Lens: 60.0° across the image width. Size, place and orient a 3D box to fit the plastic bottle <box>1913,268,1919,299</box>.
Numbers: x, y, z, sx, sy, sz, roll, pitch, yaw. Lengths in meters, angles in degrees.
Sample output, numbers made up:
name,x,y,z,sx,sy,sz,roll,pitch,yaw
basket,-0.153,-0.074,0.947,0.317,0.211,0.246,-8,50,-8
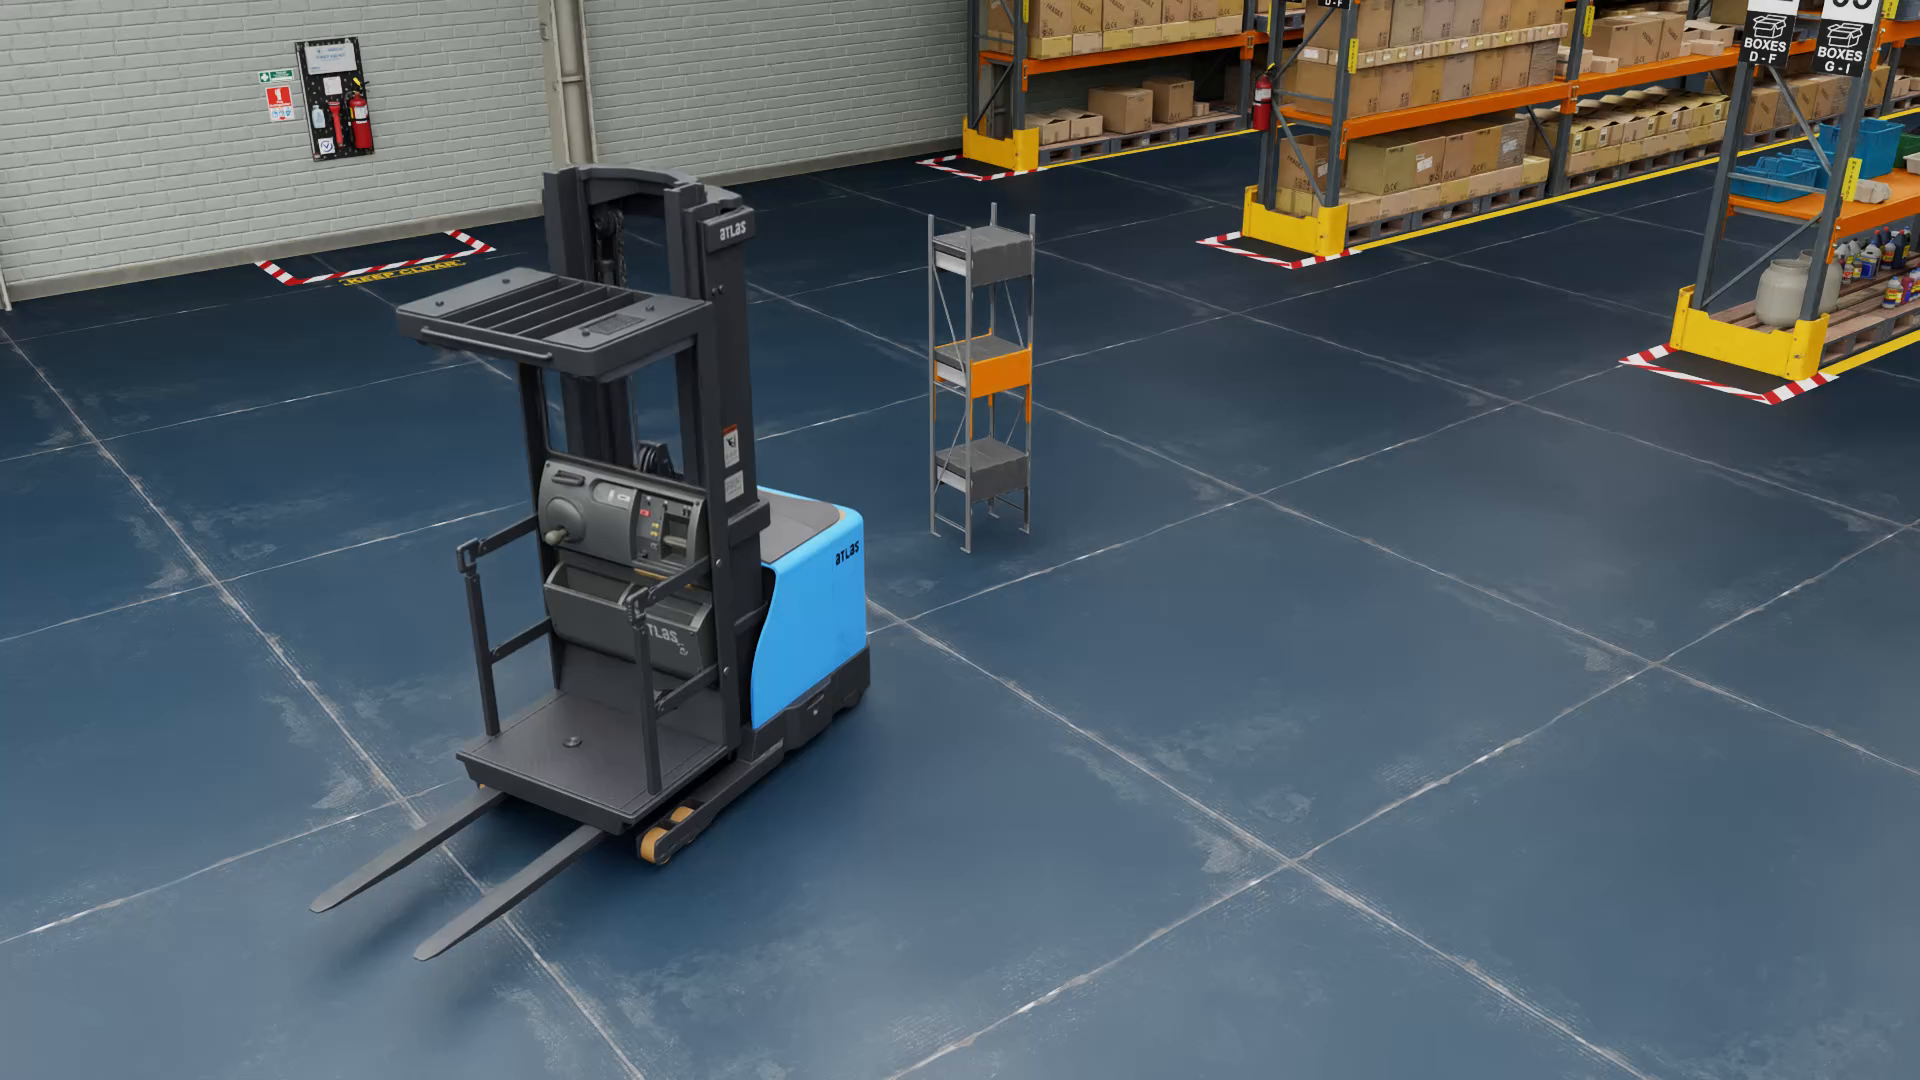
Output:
name,x,y,z,sx,sy,sz,roll,pitch,yaw
plastic bottle,8.527,-2.292,14.844,0.097,0.271,0.097,0,25,0

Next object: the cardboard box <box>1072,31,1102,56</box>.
name,x,y,z,sx,sy,sz,roll,pitch,yaw
cardboard box,1.426,-6.232,20.769,0.500,0.250,0.500,-19,31,-36

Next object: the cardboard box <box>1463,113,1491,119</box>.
name,x,y,z,sx,sy,sz,roll,pitch,yaw
cardboard box,5.707,-4.663,19.110,0.500,0.500,0.500,-18,31,-34

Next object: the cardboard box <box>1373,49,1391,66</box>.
name,x,y,z,sx,sy,sz,roll,pitch,yaw
cardboard box,4.154,-4.929,16.918,0.250,0.149,0.380,-19,31,-35

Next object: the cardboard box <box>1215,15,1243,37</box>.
name,x,y,z,sx,sy,sz,roll,pitch,yaw
cardboard box,3.408,-6.886,22.179,0.500,0.250,0.500,-18,30,-34

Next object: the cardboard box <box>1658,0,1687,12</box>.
name,x,y,z,sx,sy,sz,roll,pitch,yaw
cardboard box,12.359,-9.261,28.842,0.250,0.149,0.380,-17,30,-33

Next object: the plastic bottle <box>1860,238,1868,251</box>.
name,x,y,z,sx,sy,sz,roll,pitch,yaw
plastic bottle,8.512,-2.704,15.717,0.133,0.283,0.061,-17,30,-32

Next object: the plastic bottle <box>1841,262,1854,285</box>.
name,x,y,z,sx,sy,sz,roll,pitch,yaw
plastic bottle,8.151,-2.456,15.280,0.097,0.201,0.097,0,25,0

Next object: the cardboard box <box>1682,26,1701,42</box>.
name,x,y,z,sx,sy,sz,roll,pitch,yaw
cardboard box,8.978,-6.359,20.994,0.500,0.311,0.500,-19,31,-35

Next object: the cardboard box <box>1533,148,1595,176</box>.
name,x,y,z,sx,sy,sz,roll,pitch,yaw
cardboard box,7.124,-4.494,19.638,0.500,0.250,0.500,-19,31,-35

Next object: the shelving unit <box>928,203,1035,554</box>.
name,x,y,z,sx,sy,sz,roll,pitch,yaw
shelving unit,0.130,-0.995,10.401,0.503,2.100,0.431,-18,31,-34

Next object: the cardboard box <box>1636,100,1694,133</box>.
name,x,y,z,sx,sy,sz,roll,pitch,yaw
cardboard box,8.737,-5.280,20.665,0.500,0.311,0.500,-18,31,-34

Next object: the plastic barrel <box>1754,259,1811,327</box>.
name,x,y,z,sx,sy,sz,roll,pitch,yaw
plastic barrel,7.030,-2.106,14.181,0.421,0.512,0.421,0,25,0

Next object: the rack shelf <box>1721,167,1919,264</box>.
name,x,y,z,sx,sy,sz,roll,pitch,yaw
rack shelf,8.134,-3.041,14.593,4.000,0.370,1.077,-18,31,-34

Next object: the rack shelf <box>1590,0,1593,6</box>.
name,x,y,z,sx,sy,sz,roll,pitch,yaw
rack shelf,11.463,-9.440,28.381,4.000,0.370,1.077,-18,31,-34

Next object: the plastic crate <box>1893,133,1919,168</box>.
name,x,y,z,sx,sy,sz,roll,pitch,yaw
plastic crate,8.465,-3.531,15.048,0.662,0.188,0.450,-18,31,-34

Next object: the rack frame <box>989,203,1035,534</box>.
name,x,y,z,sx,sy,sz,roll,pitch,yaw
rack frame,0.322,-1.059,10.537,0.015,2.100,0.400,-18,31,-34

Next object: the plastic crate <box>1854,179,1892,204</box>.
name,x,y,z,sx,sy,sz,roll,pitch,yaw
plastic crate,7.462,-2.854,13.649,0.250,0.136,0.298,-18,31,-34

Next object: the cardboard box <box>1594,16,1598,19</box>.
name,x,y,z,sx,sy,sz,roll,pitch,yaw
cardboard box,10.939,-8.593,28.173,0.500,0.500,0.700,-19,31,-35

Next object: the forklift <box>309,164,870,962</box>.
name,x,y,z,sx,sy,sz,roll,pitch,yaw
forklift,-1.660,-0.074,7.427,1.130,2.935,3.031,14,28,27

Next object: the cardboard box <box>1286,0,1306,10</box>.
name,x,y,z,sx,sy,sz,roll,pitch,yaw
cardboard box,4.460,-7.677,23.087,0.500,0.500,0.700,-15,29,-29

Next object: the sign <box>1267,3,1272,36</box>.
name,x,y,z,sx,sy,sz,roll,pitch,yaw
sign,3.182,-5.305,16.962,0.005,0.325,0.100,-18,31,-34

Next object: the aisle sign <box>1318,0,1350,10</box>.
name,x,y,z,sx,sy,sz,roll,pitch,yaw
aisle sign,3.643,-5.550,16.058,0.004,0.787,0.394,-18,31,-34

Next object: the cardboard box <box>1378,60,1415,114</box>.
name,x,y,z,sx,sy,sz,roll,pitch,yaw
cardboard box,4.292,-4.790,17.389,0.500,0.500,0.700,-17,30,-33

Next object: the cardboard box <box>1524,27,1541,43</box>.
name,x,y,z,sx,sy,sz,roll,pitch,yaw
cardboard box,6.172,-5.594,18.351,0.250,0.149,0.380,-19,31,-35

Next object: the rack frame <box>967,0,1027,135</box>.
name,x,y,z,sx,sy,sz,roll,pitch,yaw
rack frame,0.447,-6.129,20.394,0.127,3.000,1.000,-18,31,-34

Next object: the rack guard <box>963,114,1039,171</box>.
name,x,y,z,sx,sy,sz,roll,pitch,yaw
rack guard,0.506,-5.015,20.963,0.348,0.500,1.175,-18,31,-34

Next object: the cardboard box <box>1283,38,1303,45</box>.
name,x,y,z,sx,sy,sz,roll,pitch,yaw
cardboard box,4.915,-7.023,23.875,0.500,0.250,0.500,-19,31,-35

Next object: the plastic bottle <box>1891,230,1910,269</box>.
name,x,y,z,sx,sy,sz,roll,pitch,yaw
plastic bottle,8.905,-2.765,15.768,0.185,0.351,0.144,-18,31,-34

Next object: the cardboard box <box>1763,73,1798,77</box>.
name,x,y,z,sx,sy,sz,roll,pitch,yaw
cardboard box,11.209,-6.227,23.050,0.500,0.500,0.500,-20,31,-36

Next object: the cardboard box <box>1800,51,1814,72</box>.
name,x,y,z,sx,sy,sz,roll,pitch,yaw
cardboard box,11.631,-6.708,23.196,0.500,0.250,0.500,-18,30,-34

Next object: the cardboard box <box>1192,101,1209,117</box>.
name,x,y,z,sx,sy,sz,roll,pitch,yaw
cardboard box,3.192,-5.934,22.816,0.380,0.166,0.250,22,33,39

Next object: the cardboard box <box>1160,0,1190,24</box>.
name,x,y,z,sx,sy,sz,roll,pitch,yaw
cardboard box,2.621,-6.966,21.459,0.500,0.500,0.500,-19,31,-35

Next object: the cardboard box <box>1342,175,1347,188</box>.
name,x,y,z,sx,sy,sz,roll,pitch,yaw
cardboard box,4.132,-3.804,18.150,0.500,0.250,0.500,-18,31,-34

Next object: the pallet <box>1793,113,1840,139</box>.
name,x,y,z,sx,sy,sz,roll,pitch,yaw
pallet,11.372,-5.799,22.995,1.213,0.211,1.003,-18,31,-34

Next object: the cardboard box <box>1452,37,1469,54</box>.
name,x,y,z,sx,sy,sz,roll,pitch,yaw
cardboard box,5.158,-5.259,17.628,0.250,0.149,0.380,-18,30,-34

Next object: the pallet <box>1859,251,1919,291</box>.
name,x,y,z,sx,sy,sz,roll,pitch,yaw
pallet,9.153,-2.461,15.802,1.213,0.211,1.003,-18,31,-34

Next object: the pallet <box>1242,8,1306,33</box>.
name,x,y,z,sx,sy,sz,roll,pitch,yaw
pallet,4.285,-7.232,22.997,1.213,0.211,1.003,-18,31,-34

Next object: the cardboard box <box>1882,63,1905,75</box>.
name,x,y,z,sx,sy,sz,roll,pitch,yaw
cardboard box,13.813,-7.023,24.991,0.500,0.311,0.500,-18,31,-34

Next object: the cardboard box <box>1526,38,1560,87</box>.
name,x,y,z,sx,sy,sz,roll,pitch,yaw
cardboard box,6.309,-5.456,18.825,0.500,0.500,0.700,-19,31,-35

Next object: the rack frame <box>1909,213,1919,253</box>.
name,x,y,z,sx,sy,sz,roll,pitch,yaw
rack frame,9.707,-3.887,15.561,0.127,3.000,1.000,-18,31,-34

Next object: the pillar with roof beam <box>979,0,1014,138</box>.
name,x,y,z,sx,sy,sz,roll,pitch,yaw
pillar with roof beam,3.120,-7.893,17.067,0.400,9.000,9.100,-18,31,-34

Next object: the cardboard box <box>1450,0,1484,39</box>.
name,x,y,z,sx,sy,sz,roll,pitch,yaw
cardboard box,5.124,-5.654,17.709,0.500,0.500,0.700,-18,31,-34

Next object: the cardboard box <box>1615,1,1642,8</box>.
name,x,y,z,sx,sy,sz,roll,pitch,yaw
cardboard box,11.526,-9.190,28.689,0.250,0.149,0.380,-18,30,-34

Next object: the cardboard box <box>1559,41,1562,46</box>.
name,x,y,z,sx,sy,sz,roll,pitch,yaw
cardboard box,7.232,-5.757,19.751,0.258,0.266,0.396,-19,31,-35

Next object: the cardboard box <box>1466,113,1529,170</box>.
name,x,y,z,sx,sy,sz,roll,pitch,yaw
cardboard box,6.023,-4.493,18.745,0.500,0.500,0.500,-18,31,-34

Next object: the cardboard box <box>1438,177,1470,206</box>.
name,x,y,z,sx,sy,sz,roll,pitch,yaw
cardboard box,5.247,-3.887,18.330,0.500,0.250,0.500,-18,31,-34

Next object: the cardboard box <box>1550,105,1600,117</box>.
name,x,y,z,sx,sy,sz,roll,pitch,yaw
cardboard box,7.595,-5.192,20.476,0.500,0.311,0.500,-18,31,-34

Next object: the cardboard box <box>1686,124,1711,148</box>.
name,x,y,z,sx,sy,sz,roll,pitch,yaw
cardboard box,9.135,-5.158,21.069,0.500,0.250,0.500,-19,31,-35

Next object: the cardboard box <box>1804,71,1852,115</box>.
name,x,y,z,sx,sy,sz,roll,pitch,yaw
cardboard box,11.949,-6.193,22.979,0.500,0.500,0.500,-18,30,-33

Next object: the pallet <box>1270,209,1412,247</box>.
name,x,y,z,sx,sy,sz,roll,pitch,yaw
pallet,4.082,-3.437,17.905,1.213,0.211,1.003,-18,31,-34
